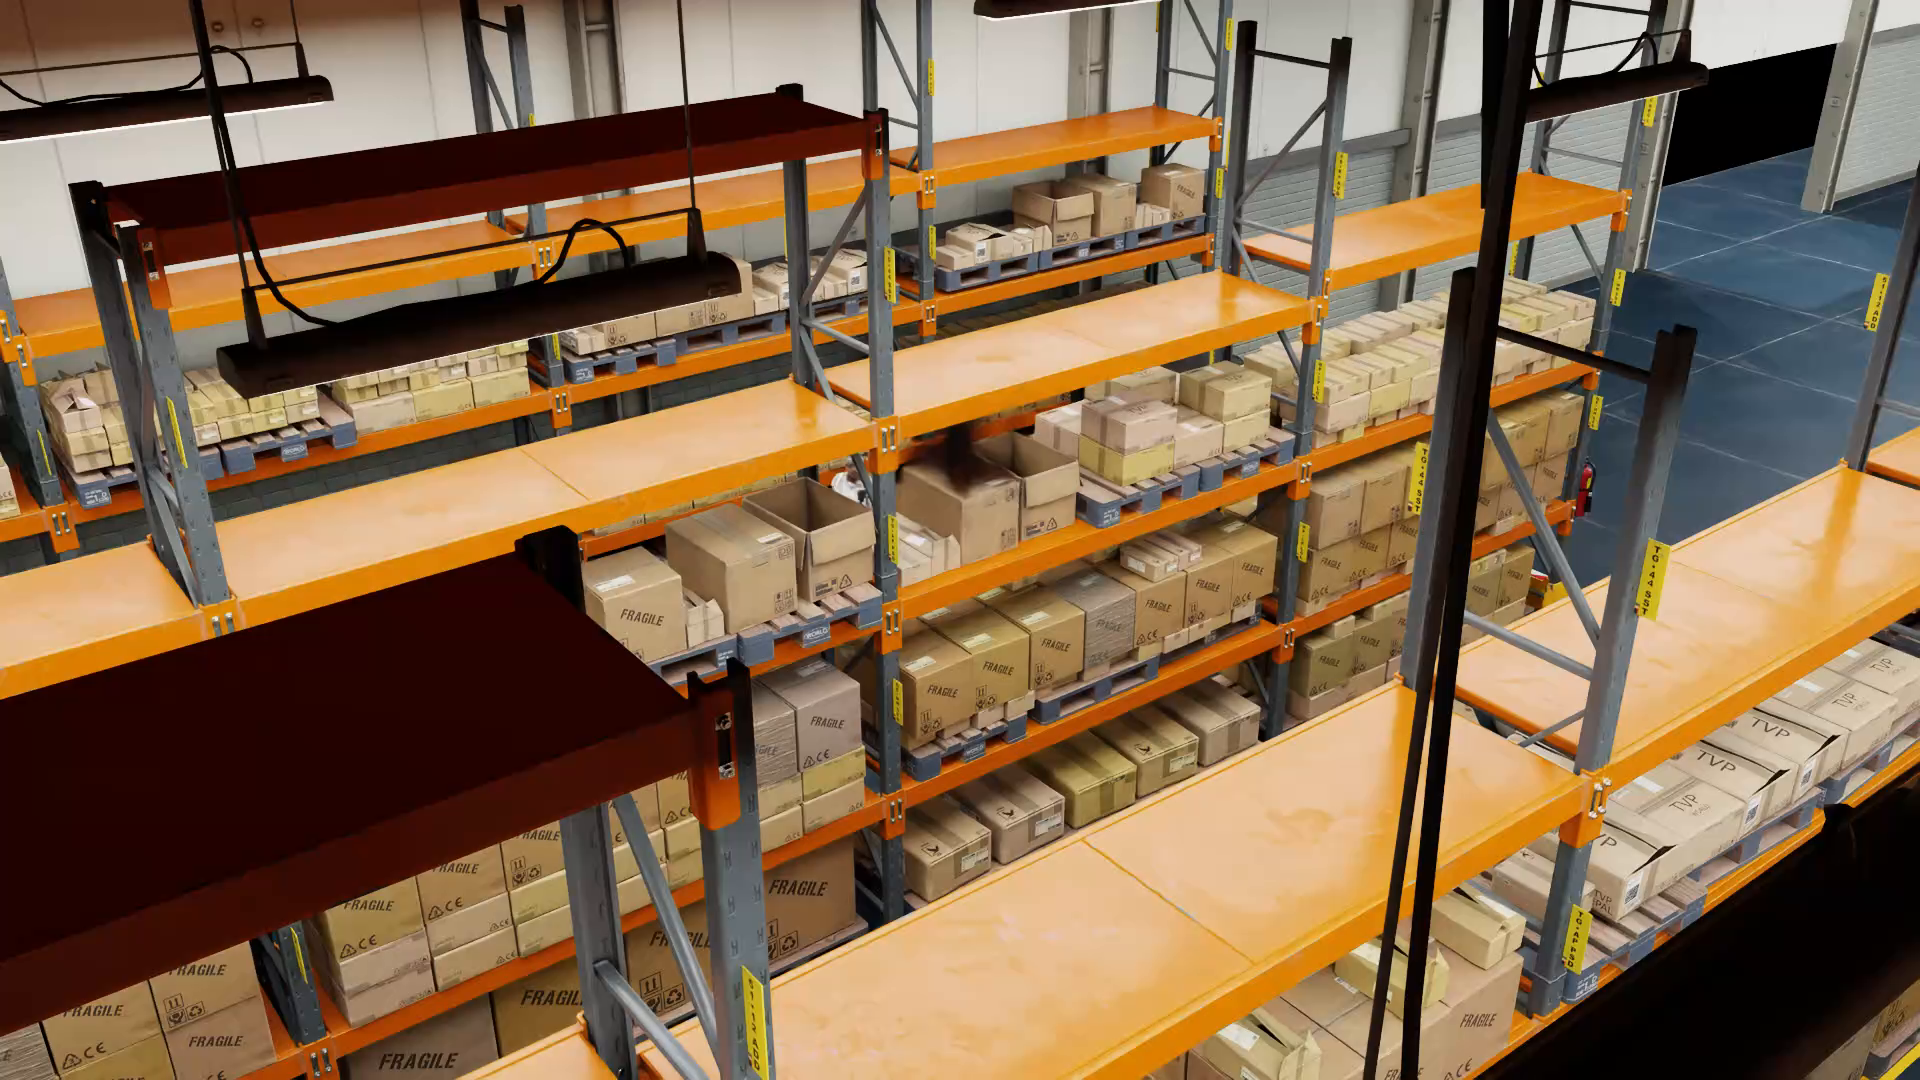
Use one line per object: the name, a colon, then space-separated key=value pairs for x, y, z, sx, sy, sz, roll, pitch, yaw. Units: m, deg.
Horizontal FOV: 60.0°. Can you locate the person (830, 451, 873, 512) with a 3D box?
person: x=-0.999 y=0.018 z=15.450 sx=0.605 sy=1.856 sz=0.670 roll=21 pitch=33 yaw=36
